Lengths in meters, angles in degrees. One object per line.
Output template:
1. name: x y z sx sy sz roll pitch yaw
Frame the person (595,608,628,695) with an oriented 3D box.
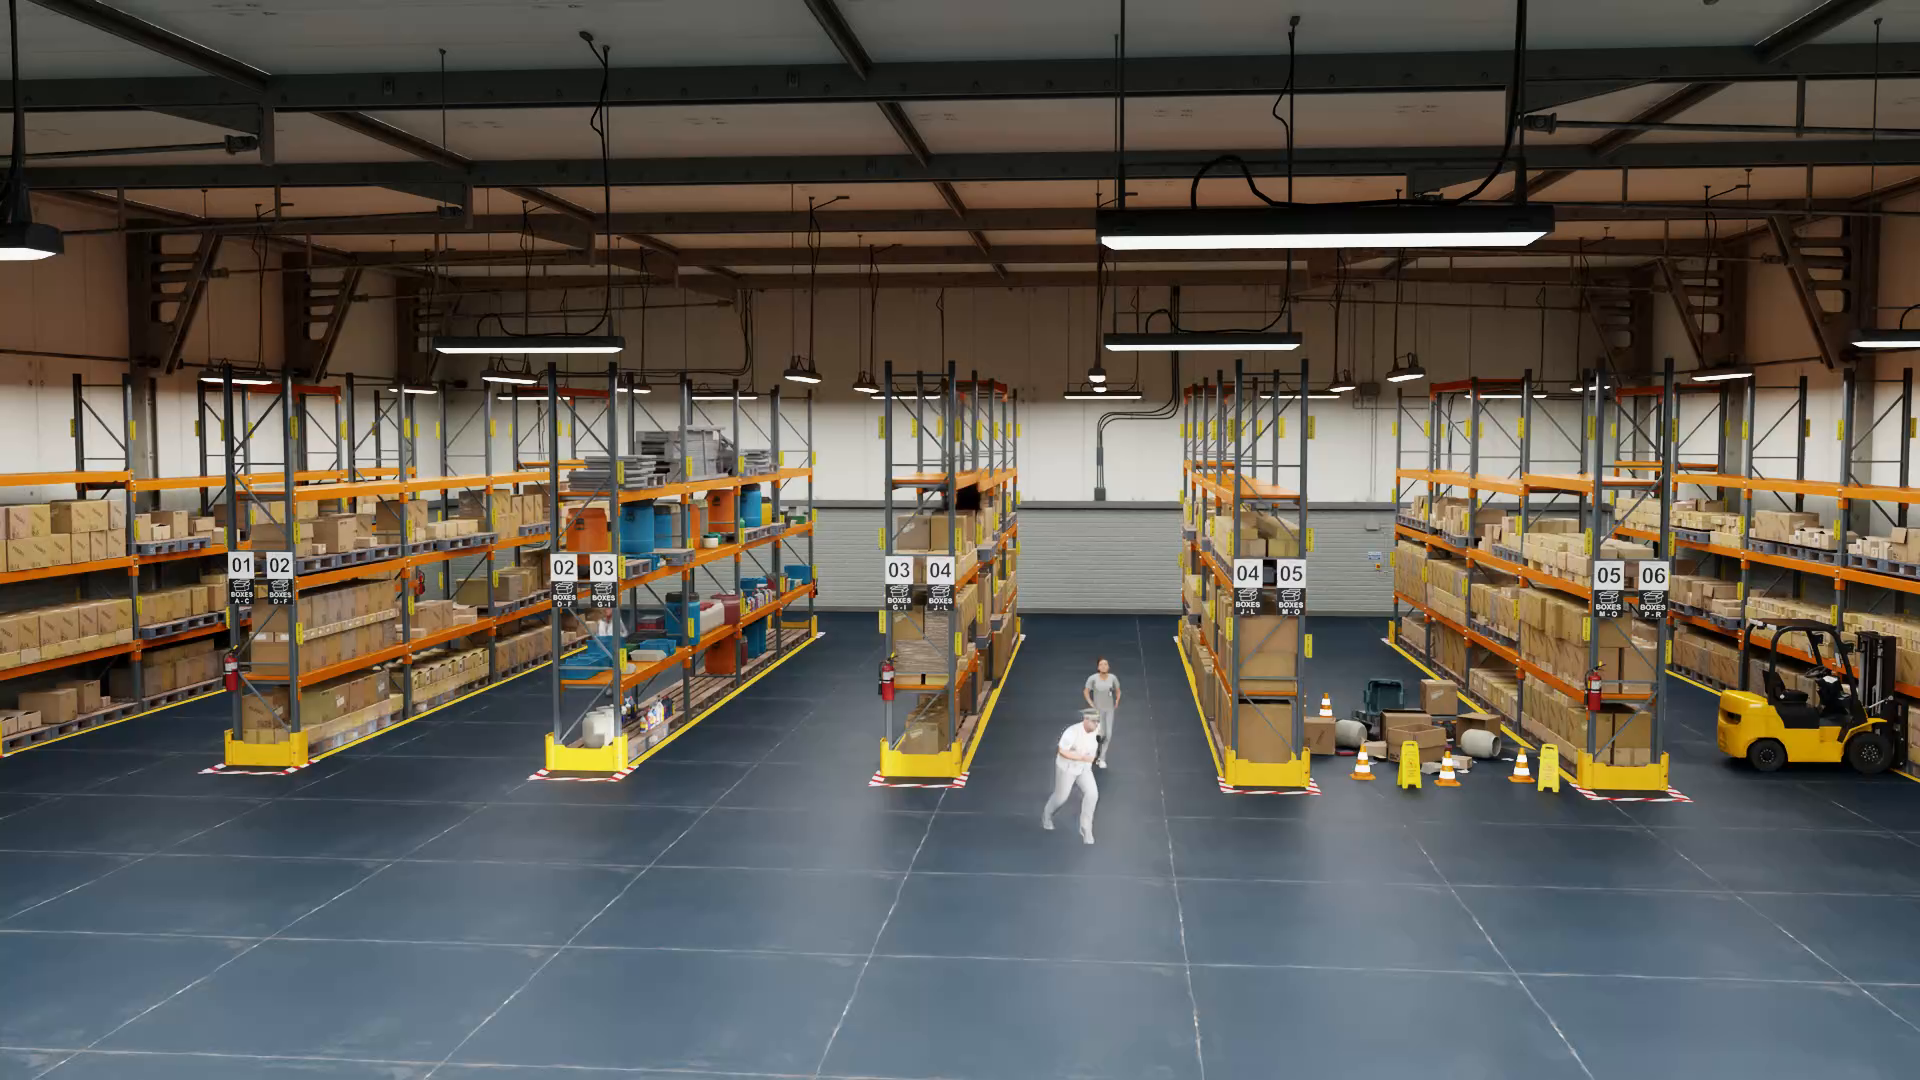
1. person: -6.645 2.063 31.616 0.655 1.745 0.625 0 4 5

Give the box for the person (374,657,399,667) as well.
1. person: -11.553 1.986 33.451 0.753 1.744 1.054 0 4 6

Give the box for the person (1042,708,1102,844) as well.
1. person: 1.380 2.867 20.455 0.707 1.718 1.017 -3 5 -36

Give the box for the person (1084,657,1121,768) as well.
1. person: 2.142 2.561 24.839 0.560 1.639 0.603 -1 4 -10
